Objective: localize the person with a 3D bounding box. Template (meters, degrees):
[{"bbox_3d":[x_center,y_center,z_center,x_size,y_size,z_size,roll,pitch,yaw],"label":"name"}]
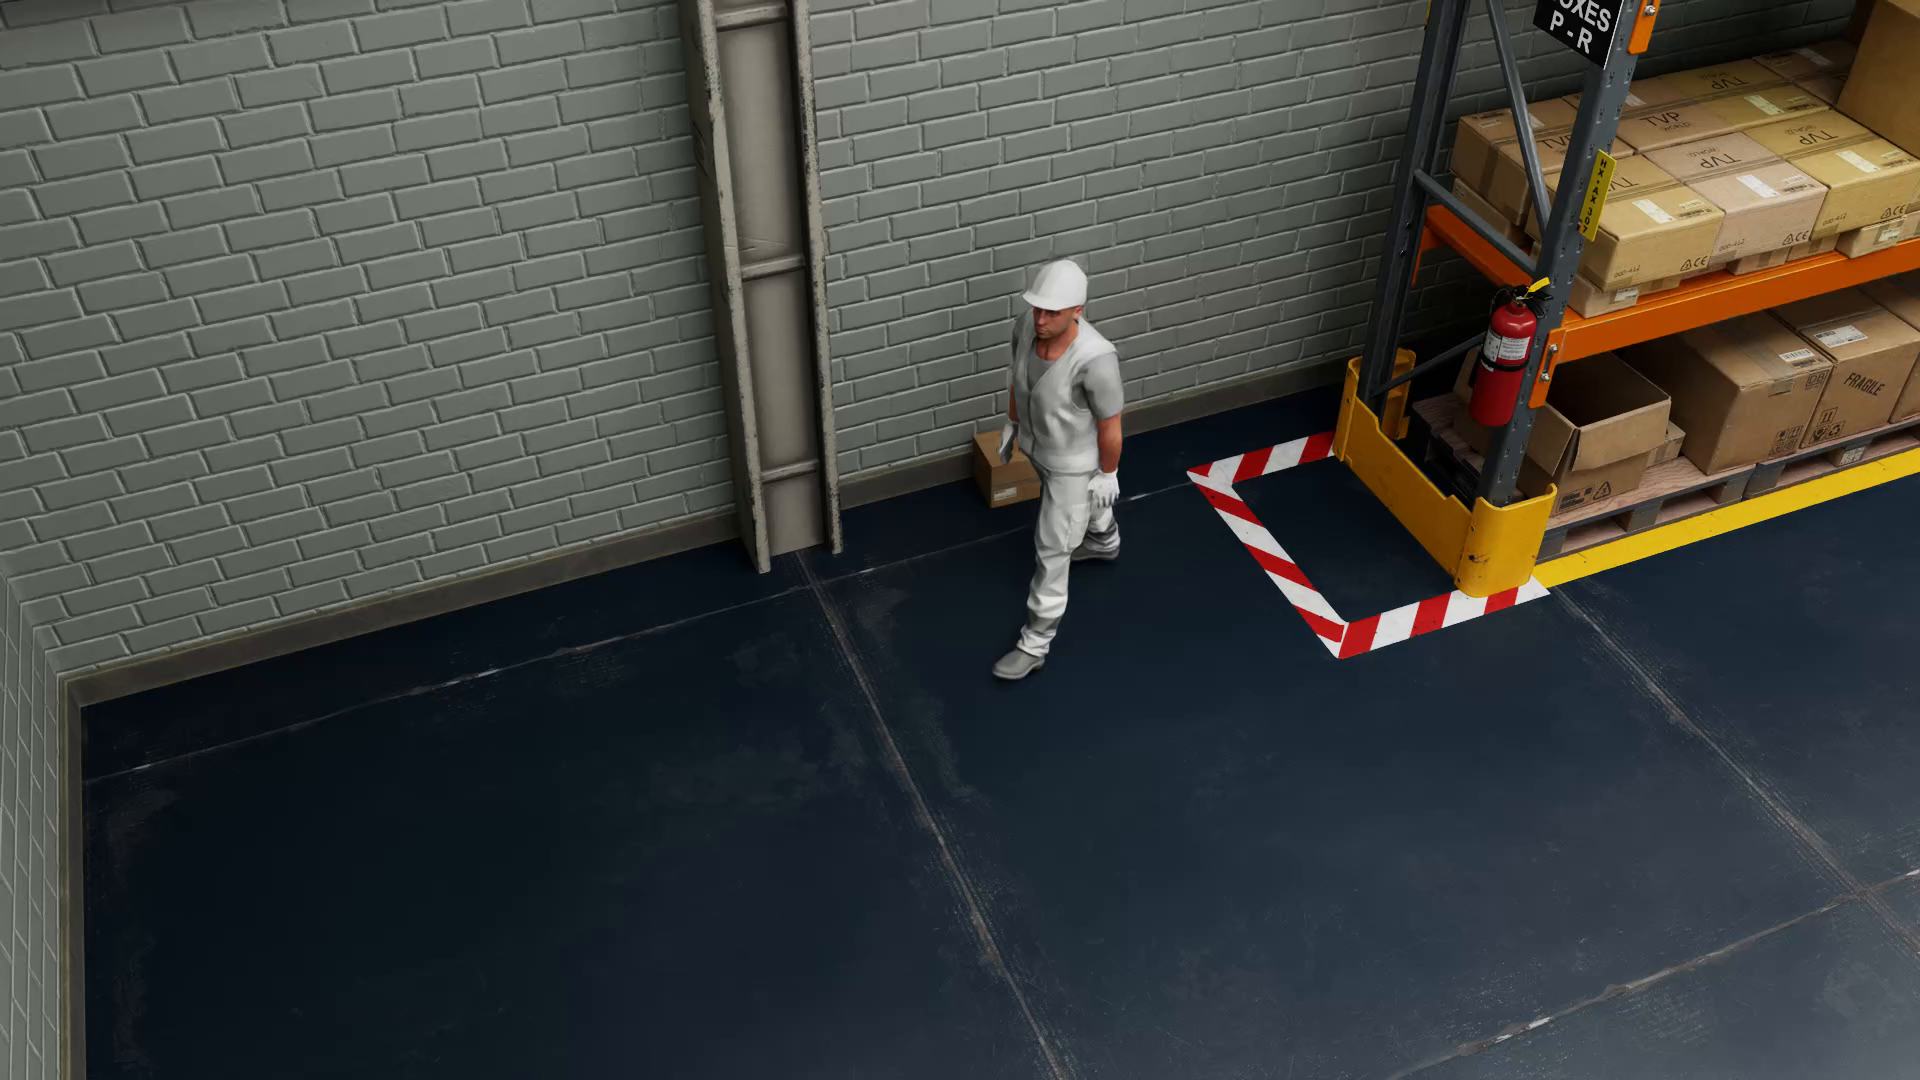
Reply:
[{"bbox_3d":[0.379,-0.326,6.556,0.935,1.710,0.592,-24,47,-25],"label":"person"}]
